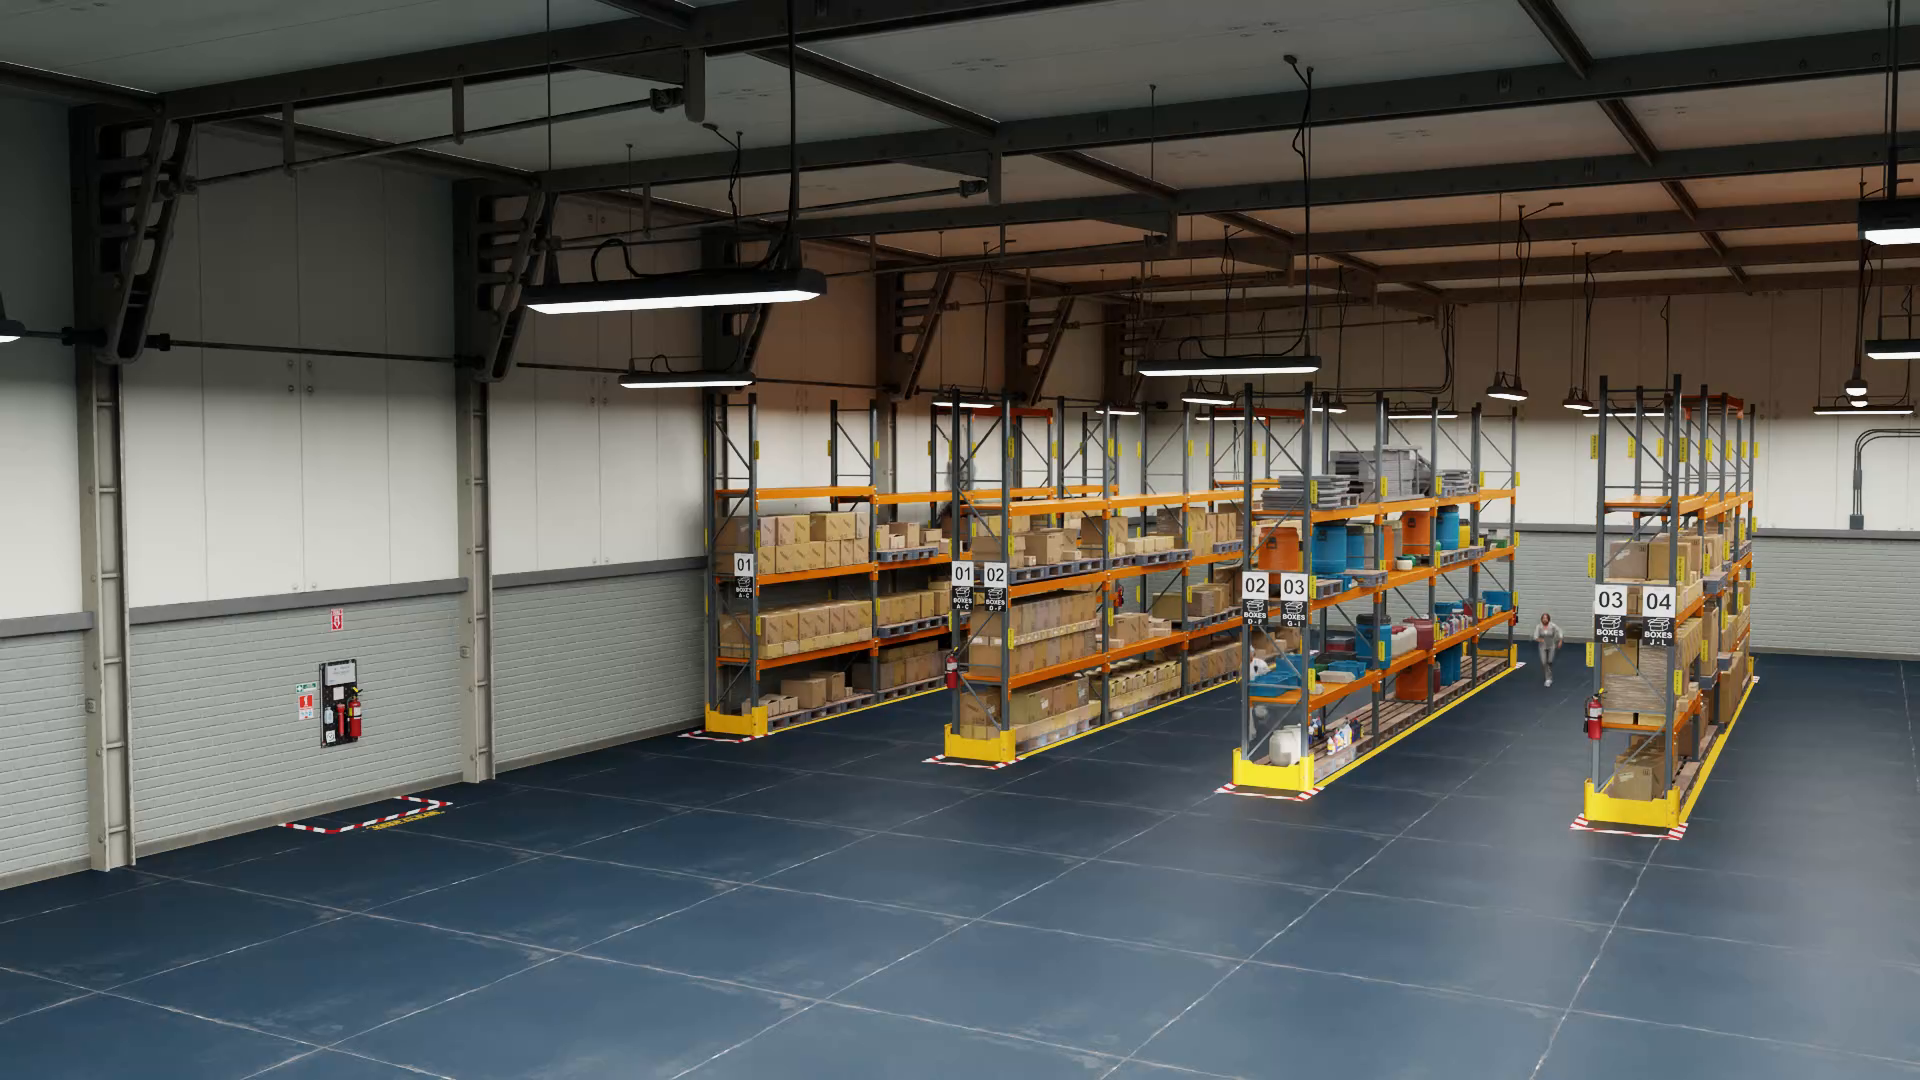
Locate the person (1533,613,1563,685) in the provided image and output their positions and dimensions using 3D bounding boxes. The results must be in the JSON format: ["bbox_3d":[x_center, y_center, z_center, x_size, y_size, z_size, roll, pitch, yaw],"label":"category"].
[{"bbox_3d":[12.465,2.328,35.271,0.579,1.543,0.609,1,3,22],"label":"person"}]

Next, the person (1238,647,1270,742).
[{"bbox_3d":[5.123,2.659,28.899,0.618,1.654,0.788,2,4,28],"label":"person"}]
